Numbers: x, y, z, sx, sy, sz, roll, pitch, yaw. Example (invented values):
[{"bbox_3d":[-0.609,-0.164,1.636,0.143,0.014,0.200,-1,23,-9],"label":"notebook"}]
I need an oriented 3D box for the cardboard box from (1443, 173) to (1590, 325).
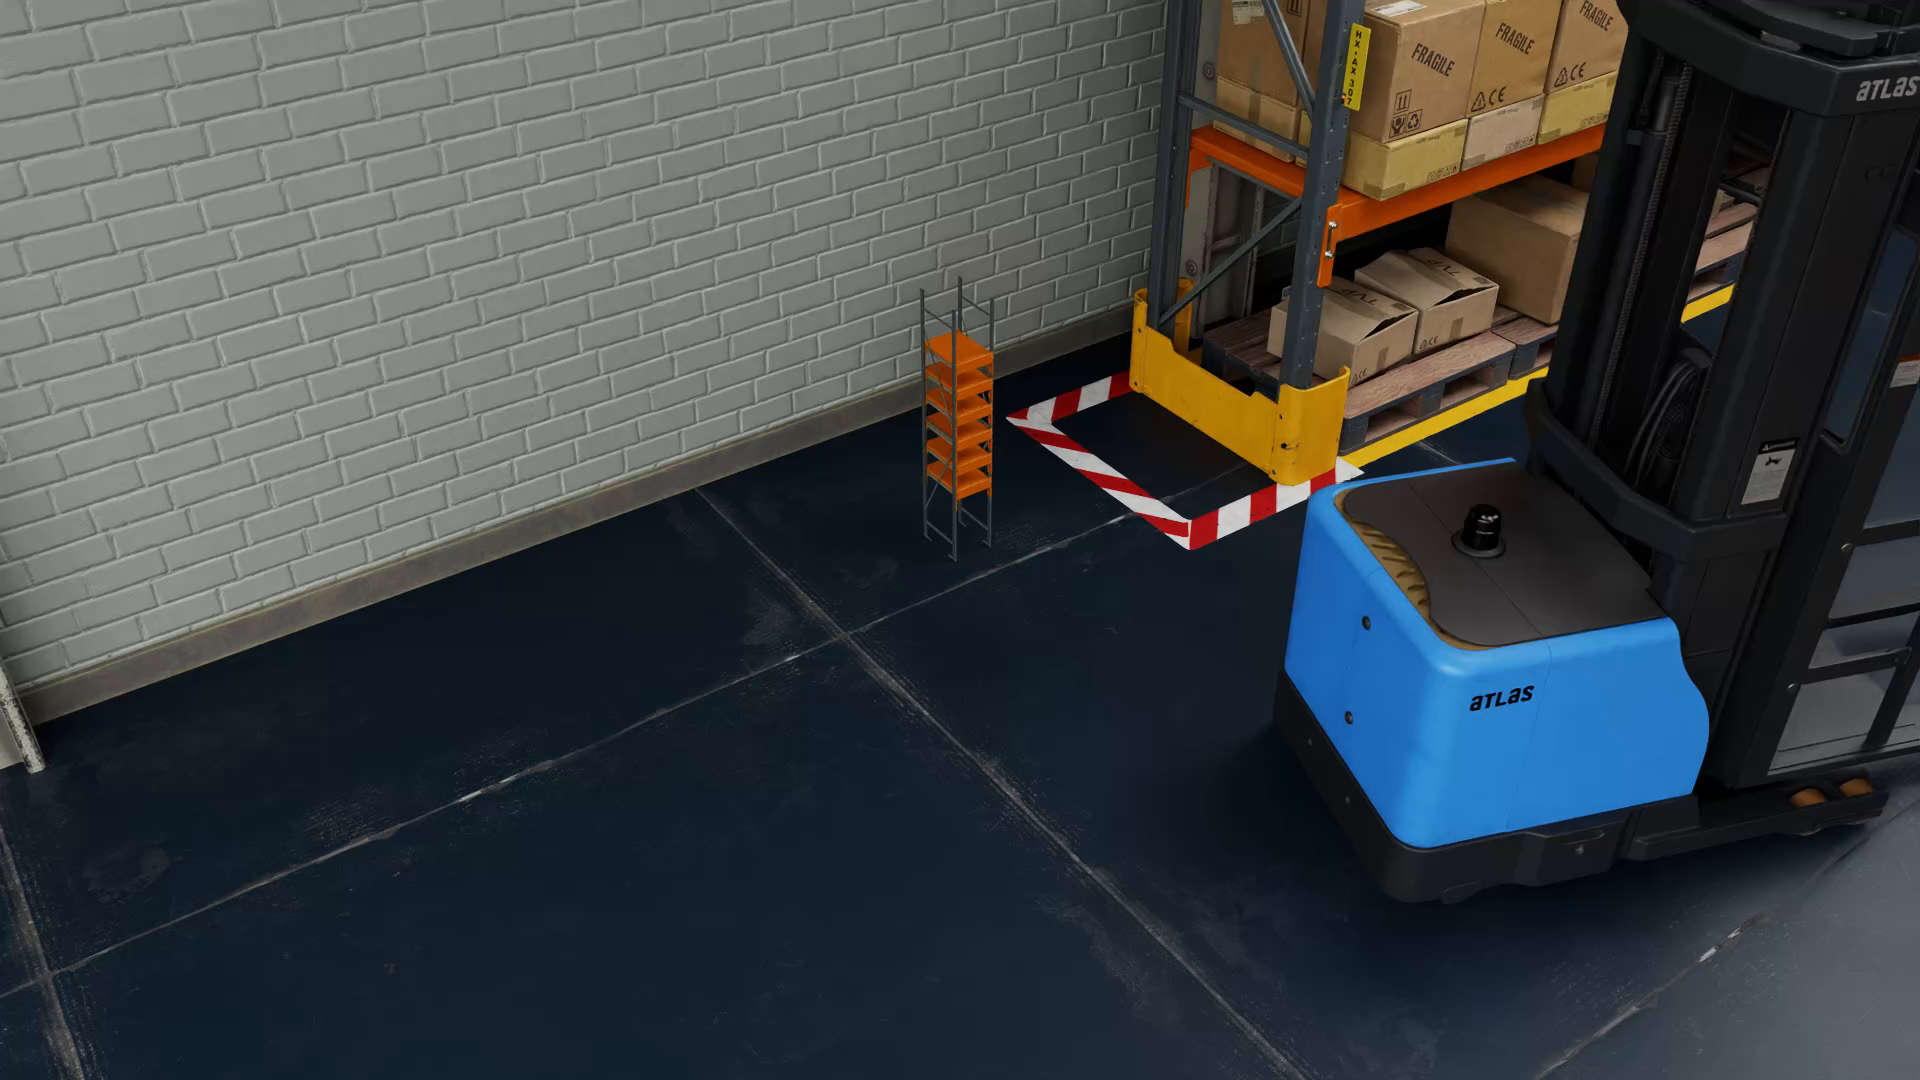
[{"bbox_3d":[2.947,-1.528,8.570,0.500,0.500,0.700,-25,43,-31],"label":"cardboard box"}]

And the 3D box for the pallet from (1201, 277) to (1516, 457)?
[{"bbox_3d":[1.981,-0.910,8.334,1.213,0.211,1.003,-22,41,-28],"label":"pallet"}]

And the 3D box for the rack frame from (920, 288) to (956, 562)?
[{"bbox_3d":[-0.087,-0.451,6.850,0.006,1.200,0.240,-22,41,-28],"label":"rack frame"}]

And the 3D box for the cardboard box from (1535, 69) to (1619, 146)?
[{"bbox_3d":[2.653,-2.070,7.670,0.500,0.250,0.500,-23,42,-29],"label":"cardboard box"}]

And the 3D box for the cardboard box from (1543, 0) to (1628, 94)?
[{"bbox_3d":[2.634,-2.361,7.433,0.500,0.500,0.500,-24,42,-29],"label":"cardboard box"}]

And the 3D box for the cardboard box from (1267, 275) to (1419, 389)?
[{"bbox_3d":[1.852,-1.037,8.049,0.500,0.311,0.500,-28,44,-33],"label":"cardboard box"}]

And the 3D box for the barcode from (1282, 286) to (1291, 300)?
[{"bbox_3d":[1.637,-1.238,8.320,0.075,0.075,0.001,-22,41,-28],"label":"barcode"}]

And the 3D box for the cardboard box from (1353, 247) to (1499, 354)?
[{"bbox_3d":[2.318,-1.229,8.315,0.500,0.311,0.500,-19,40,-24],"label":"cardboard box"}]

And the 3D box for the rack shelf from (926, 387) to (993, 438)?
[{"bbox_3d":[-0.012,-0.544,6.849,0.180,0.103,0.258,-22,41,-28],"label":"rack shelf"}]

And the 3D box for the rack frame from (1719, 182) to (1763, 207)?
[{"bbox_3d":[4.504,-3.106,8.999,0.127,3.000,1.000,-22,41,-28],"label":"rack frame"}]

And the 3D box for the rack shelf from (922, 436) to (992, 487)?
[{"bbox_3d":[-0.012,-0.349,6.989,0.180,0.103,0.258,-22,41,-28],"label":"rack shelf"}]

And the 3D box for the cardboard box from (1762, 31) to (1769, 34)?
[{"bbox_3d":[3.880,-2.585,8.387,0.500,0.250,0.500,-22,41,-28],"label":"cardboard box"}]

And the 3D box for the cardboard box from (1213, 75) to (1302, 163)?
[{"bbox_3d":[1.505,-1.957,7.513,0.500,0.250,0.500,-22,41,-27],"label":"cardboard box"}]

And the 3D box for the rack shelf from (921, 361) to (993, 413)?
[{"bbox_3d":[-0.012,-0.641,6.779,0.180,0.103,0.258,-22,41,-28],"label":"rack shelf"}]

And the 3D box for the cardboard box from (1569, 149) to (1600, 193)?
[{"bbox_3d":[3.679,-1.901,9.088,0.500,0.500,0.500,-26,43,-31],"label":"cardboard box"}]

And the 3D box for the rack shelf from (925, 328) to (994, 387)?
[{"bbox_3d":[-0.012,-0.738,6.709,0.180,0.103,0.258,-22,41,-28],"label":"rack shelf"}]

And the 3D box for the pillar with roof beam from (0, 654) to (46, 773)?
[{"bbox_3d":[-1.116,-0.771,0.615,0.400,9.000,9.100,-22,41,-28],"label":"pillar with roof beam"}]

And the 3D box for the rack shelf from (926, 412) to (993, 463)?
[{"bbox_3d":[-0.012,-0.446,6.919,0.180,0.103,0.258,-22,41,-28],"label":"rack shelf"}]

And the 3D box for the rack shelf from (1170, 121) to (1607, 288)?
[{"bbox_3d":[2.870,-2.141,8.274,4.000,0.370,1.077,-22,41,-28],"label":"rack shelf"}]

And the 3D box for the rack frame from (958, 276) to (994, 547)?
[{"bbox_3d":[0.063,-0.513,6.936,0.006,1.200,0.240,-22,41,-28],"label":"rack frame"}]

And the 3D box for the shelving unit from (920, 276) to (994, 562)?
[{"bbox_3d":[-0.012,-0.482,6.893,0.189,1.200,0.258,-22,41,-28],"label":"shelving unit"}]

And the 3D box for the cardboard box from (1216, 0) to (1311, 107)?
[{"bbox_3d":[1.498,-2.272,7.309,0.500,0.500,0.500,-23,42,-28],"label":"cardboard box"}]

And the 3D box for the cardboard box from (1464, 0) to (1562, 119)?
[{"bbox_3d":[2.208,-2.190,7.196,0.500,0.500,0.500,-22,41,-28],"label":"cardboard box"}]

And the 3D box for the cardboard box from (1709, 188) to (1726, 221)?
[{"bbox_3d":[4.084,-1.940,9.428,0.250,0.166,0.380,-28,44,-33],"label":"cardboard box"}]

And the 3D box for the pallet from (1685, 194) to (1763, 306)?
[{"bbox_3d":[3.976,-1.731,9.476,1.213,0.211,1.003,-22,41,-28],"label":"pallet"}]

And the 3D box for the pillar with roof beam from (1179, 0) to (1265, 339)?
[{"bbox_3d":[3.789,-2.789,3.421,0.400,9.000,9.100,-22,41,-28],"label":"pillar with roof beam"}]

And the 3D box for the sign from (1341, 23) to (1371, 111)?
[{"bbox_3d":[1.548,-1.853,6.516,0.005,0.325,0.100,-22,41,-28],"label":"sign"}]

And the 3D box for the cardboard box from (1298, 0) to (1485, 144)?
[{"bbox_3d":[1.798,-2.029,6.971,0.500,0.500,0.500,-22,41,-28],"label":"cardboard box"}]

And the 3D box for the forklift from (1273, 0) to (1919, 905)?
[{"bbox_3d":[2.744,-0.447,5.362,3.031,2.935,1.130,-9,37,-12],"label":"forklift"}]

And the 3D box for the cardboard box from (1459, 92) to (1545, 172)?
[{"bbox_3d":[2.233,-1.901,7.436,0.500,0.250,0.500,-24,42,-29],"label":"cardboard box"}]

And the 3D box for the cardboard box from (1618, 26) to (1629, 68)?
[{"bbox_3d":[3.049,-2.540,7.682,0.500,0.500,0.500,-21,41,-27],"label":"cardboard box"}]

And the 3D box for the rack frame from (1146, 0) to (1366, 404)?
[{"bbox_3d":[1.235,-1.760,7.128,0.127,3.000,1.000,-22,41,-28],"label":"rack frame"}]

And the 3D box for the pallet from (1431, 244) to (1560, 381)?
[{"bbox_3d":[2.978,-1.318,8.902,1.213,0.211,1.003,-22,41,-28],"label":"pallet"}]

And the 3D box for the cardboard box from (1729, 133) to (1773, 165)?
[{"bbox_3d":[5.097,-2.525,9.956,0.500,0.500,0.700,-21,41,-26],"label":"cardboard box"}]

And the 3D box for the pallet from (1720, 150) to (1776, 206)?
[{"bbox_3d":[5.140,-2.236,10.178,1.213,0.211,1.003,-22,41,-28],"label":"pallet"}]

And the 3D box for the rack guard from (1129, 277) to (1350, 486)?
[{"bbox_3d":[1.297,-0.771,7.894,0.348,0.500,1.175,-22,41,-28],"label":"rack guard"}]

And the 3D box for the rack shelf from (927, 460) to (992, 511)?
[{"bbox_3d":[-0.012,-0.251,7.059,0.180,0.103,0.258,-22,41,-28],"label":"rack shelf"}]

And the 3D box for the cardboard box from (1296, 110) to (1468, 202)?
[{"bbox_3d":[1.817,-1.720,7.184,0.500,0.250,0.500,-24,42,-29],"label":"cardboard box"}]
